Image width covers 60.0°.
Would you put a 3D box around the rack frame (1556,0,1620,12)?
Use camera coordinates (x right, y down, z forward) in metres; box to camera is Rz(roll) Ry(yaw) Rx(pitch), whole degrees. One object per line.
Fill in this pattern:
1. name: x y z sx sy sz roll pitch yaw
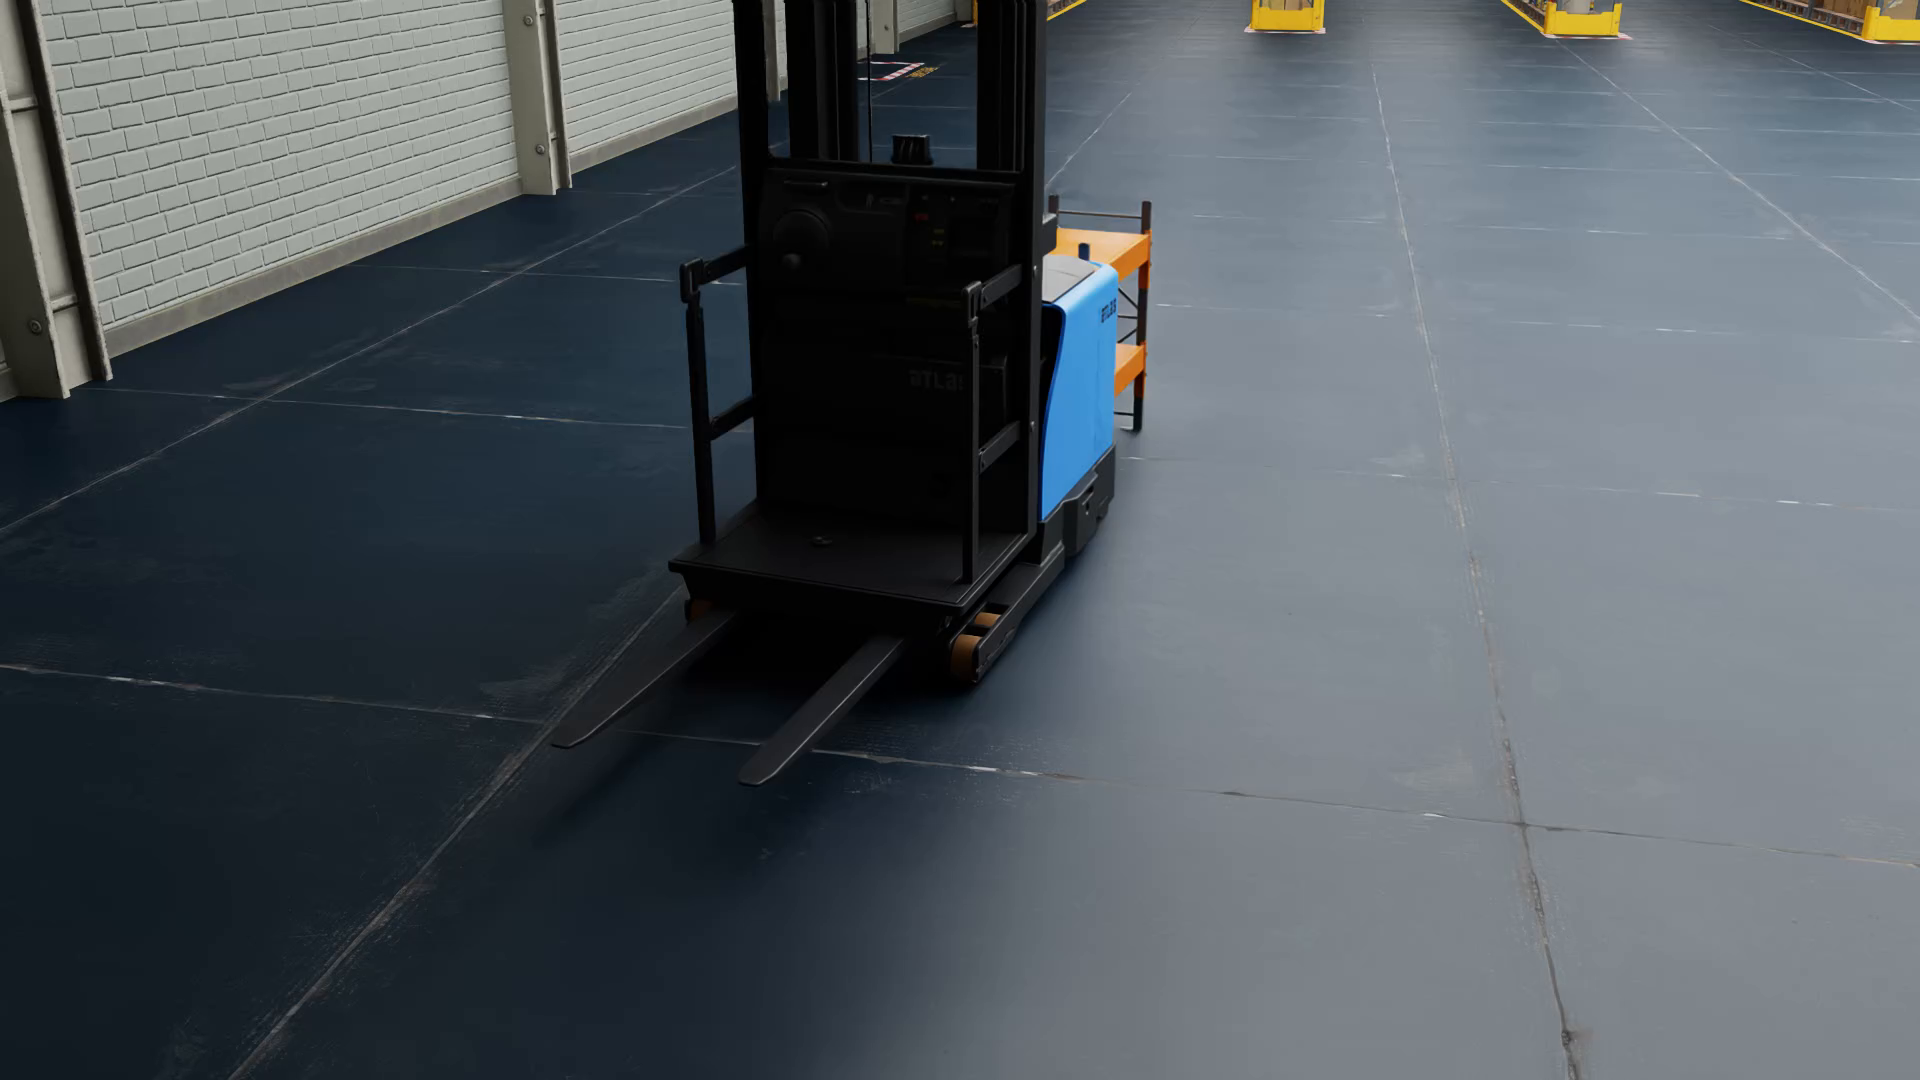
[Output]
1. rack frame: 10.507 -9.914 27.454 1.000 3.000 0.127 4 22 11

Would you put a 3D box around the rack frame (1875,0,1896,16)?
1. rack frame: 15.355 -9.536 26.516 1.000 3.000 0.127 4 22 11

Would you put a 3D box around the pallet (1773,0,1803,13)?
1. pallet: 16.576 -10.438 32.488 1.003 0.211 1.213 4 22 11

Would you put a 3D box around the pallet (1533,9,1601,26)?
1. pallet: 10.898 -9.393 29.894 1.003 0.211 1.213 4 22 11

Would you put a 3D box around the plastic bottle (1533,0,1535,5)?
1. plastic bottle: 10.789 -10.114 31.008 0.152 0.276 0.135 5 23 13

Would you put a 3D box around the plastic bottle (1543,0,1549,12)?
1. plastic bottle: 10.452 -9.525 29.645 0.097 0.201 0.097 0 22 0

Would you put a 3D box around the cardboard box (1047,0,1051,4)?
1. cardboard box: 1.352 -10.433 31.499 0.700 0.500 0.500 3 22 8

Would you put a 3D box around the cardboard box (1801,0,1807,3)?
1. cardboard box: 16.434 -10.439 31.516 0.700 0.500 0.500 4 22 11

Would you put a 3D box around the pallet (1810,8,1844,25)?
1. pallet: 16.069 -9.457 30.053 1.003 0.211 1.213 4 22 11

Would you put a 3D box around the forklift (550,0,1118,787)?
1. forklift: -0.335 -1.049 5.534 1.130 2.935 3.031 8 23 19

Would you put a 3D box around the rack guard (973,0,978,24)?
1. rack guard: 0.823 -9.537 29.865 1.175 0.500 0.348 4 22 11

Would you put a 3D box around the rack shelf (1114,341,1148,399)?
1. rack shelf: 0.483 -0.689 7.712 0.538 0.278 1.000 8 23 19

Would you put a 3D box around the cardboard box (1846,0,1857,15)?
1. cardboard box: 15.891 -9.448 29.081 0.500 0.500 0.500 2 22 6

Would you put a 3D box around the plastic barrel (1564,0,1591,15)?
1. plastic barrel: 10.566 -9.201 28.452 0.421 0.512 0.421 0 22 0

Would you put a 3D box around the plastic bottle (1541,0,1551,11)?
1. plastic bottle: 10.530 -9.649 29.855 0.152 0.276 0.135 5 22 11

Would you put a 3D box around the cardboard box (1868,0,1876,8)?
1. cardboard box: 15.588 -9.020 28.018 0.500 0.500 0.500 11 24 25

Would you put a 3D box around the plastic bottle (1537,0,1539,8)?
1. plastic bottle: 10.633 -9.848 30.448 0.097 0.201 0.097 0 22 0

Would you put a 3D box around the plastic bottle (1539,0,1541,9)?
1. plastic bottle: 10.589 -9.796 30.118 0.144 0.351 0.185 5 23 13

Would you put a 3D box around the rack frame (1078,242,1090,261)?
1. rack frame: 0.303 -0.738 7.180 0.500 1.125 0.032 8 23 19

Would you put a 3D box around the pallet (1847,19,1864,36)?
1. pallet: 15.571 -8.565 27.837 1.003 0.211 1.213 4 22 11

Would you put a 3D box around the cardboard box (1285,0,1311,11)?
1. cardboard box: 5.985 -9.391 29.275 0.500 0.250 0.500 4 22 11

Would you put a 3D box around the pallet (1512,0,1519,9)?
1. pallet: 11.692 -10.821 33.439 1.003 0.211 1.213 4 22 11

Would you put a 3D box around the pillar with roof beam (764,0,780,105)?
1. pillar with roof beam: 1.870 -9.057 17.296 9.100 9.000 0.400 4 22 11

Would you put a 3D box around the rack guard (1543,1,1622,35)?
1. rack guard: 10.476 -8.785 27.999 1.175 0.500 0.348 4 22 11

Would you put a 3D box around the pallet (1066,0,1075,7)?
1. pallet: 1.782 -11.123 34.189 1.003 0.211 1.213 4 22 11

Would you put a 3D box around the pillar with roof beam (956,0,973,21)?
1. pillar with roof beam: 4.318 -13.445 28.193 9.100 9.000 0.400 4 22 11

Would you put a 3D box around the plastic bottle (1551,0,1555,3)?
1. plastic bottle: 10.635 -9.645 29.834 0.061 0.283 0.133 4 22 11

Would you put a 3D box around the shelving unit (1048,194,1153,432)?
1. shelving unit: 0.483 -0.915 7.621 0.538 1.125 1.048 8 23 19

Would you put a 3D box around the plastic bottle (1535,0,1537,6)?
1. plastic bottle: 10.713 -10.019 30.673 0.144 0.351 0.185 4 22 9

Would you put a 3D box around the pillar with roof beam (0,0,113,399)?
1. pillar with roof beam: -0.579 -4.668 6.399 9.100 9.000 0.400 4 22 11

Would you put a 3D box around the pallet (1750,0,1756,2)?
1. pallet: 17.222 -11.451 35.003 1.003 0.211 1.213 4 22 11

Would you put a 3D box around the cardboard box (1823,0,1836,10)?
1. cardboard box: 16.051 -9.891 30.181 0.500 0.500 0.500 4 22 9

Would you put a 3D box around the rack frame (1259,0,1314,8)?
1. rack frame: 5.658 -10.293 28.395 1.000 3.000 0.127 4 22 11

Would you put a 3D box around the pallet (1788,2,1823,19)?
1. pallet: 16.329 -9.990 31.377 1.003 0.211 1.213 4 22 11
